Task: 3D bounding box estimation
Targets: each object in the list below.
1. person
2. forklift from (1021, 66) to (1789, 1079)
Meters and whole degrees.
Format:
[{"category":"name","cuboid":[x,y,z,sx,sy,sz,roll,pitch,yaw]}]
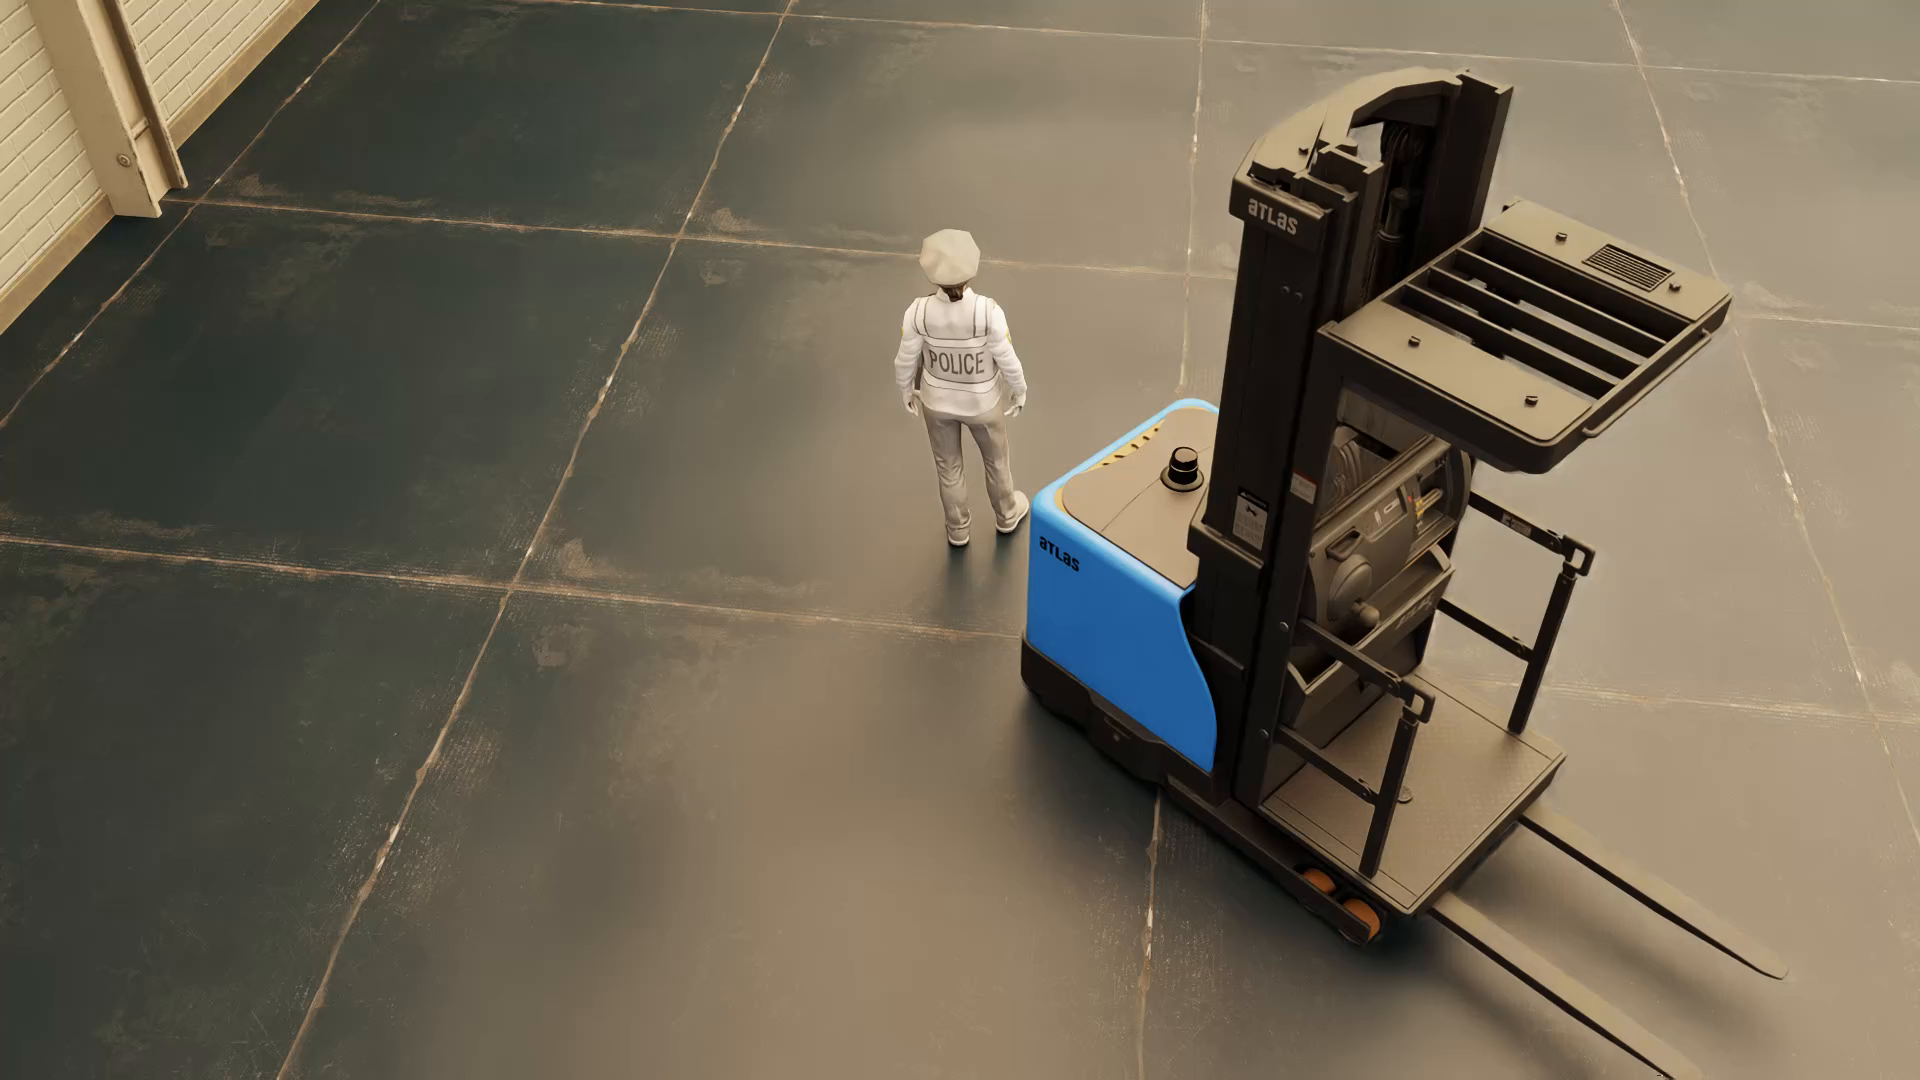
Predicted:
[{"category":"person","cuboid":[0.015,-0.674,7.361,0.587,1.696,0.534,5,43,6]},{"category":"forklift","cuboid":[1.649,0.033,5.688,1.130,2.935,3.031,-33,52,-31]}]
